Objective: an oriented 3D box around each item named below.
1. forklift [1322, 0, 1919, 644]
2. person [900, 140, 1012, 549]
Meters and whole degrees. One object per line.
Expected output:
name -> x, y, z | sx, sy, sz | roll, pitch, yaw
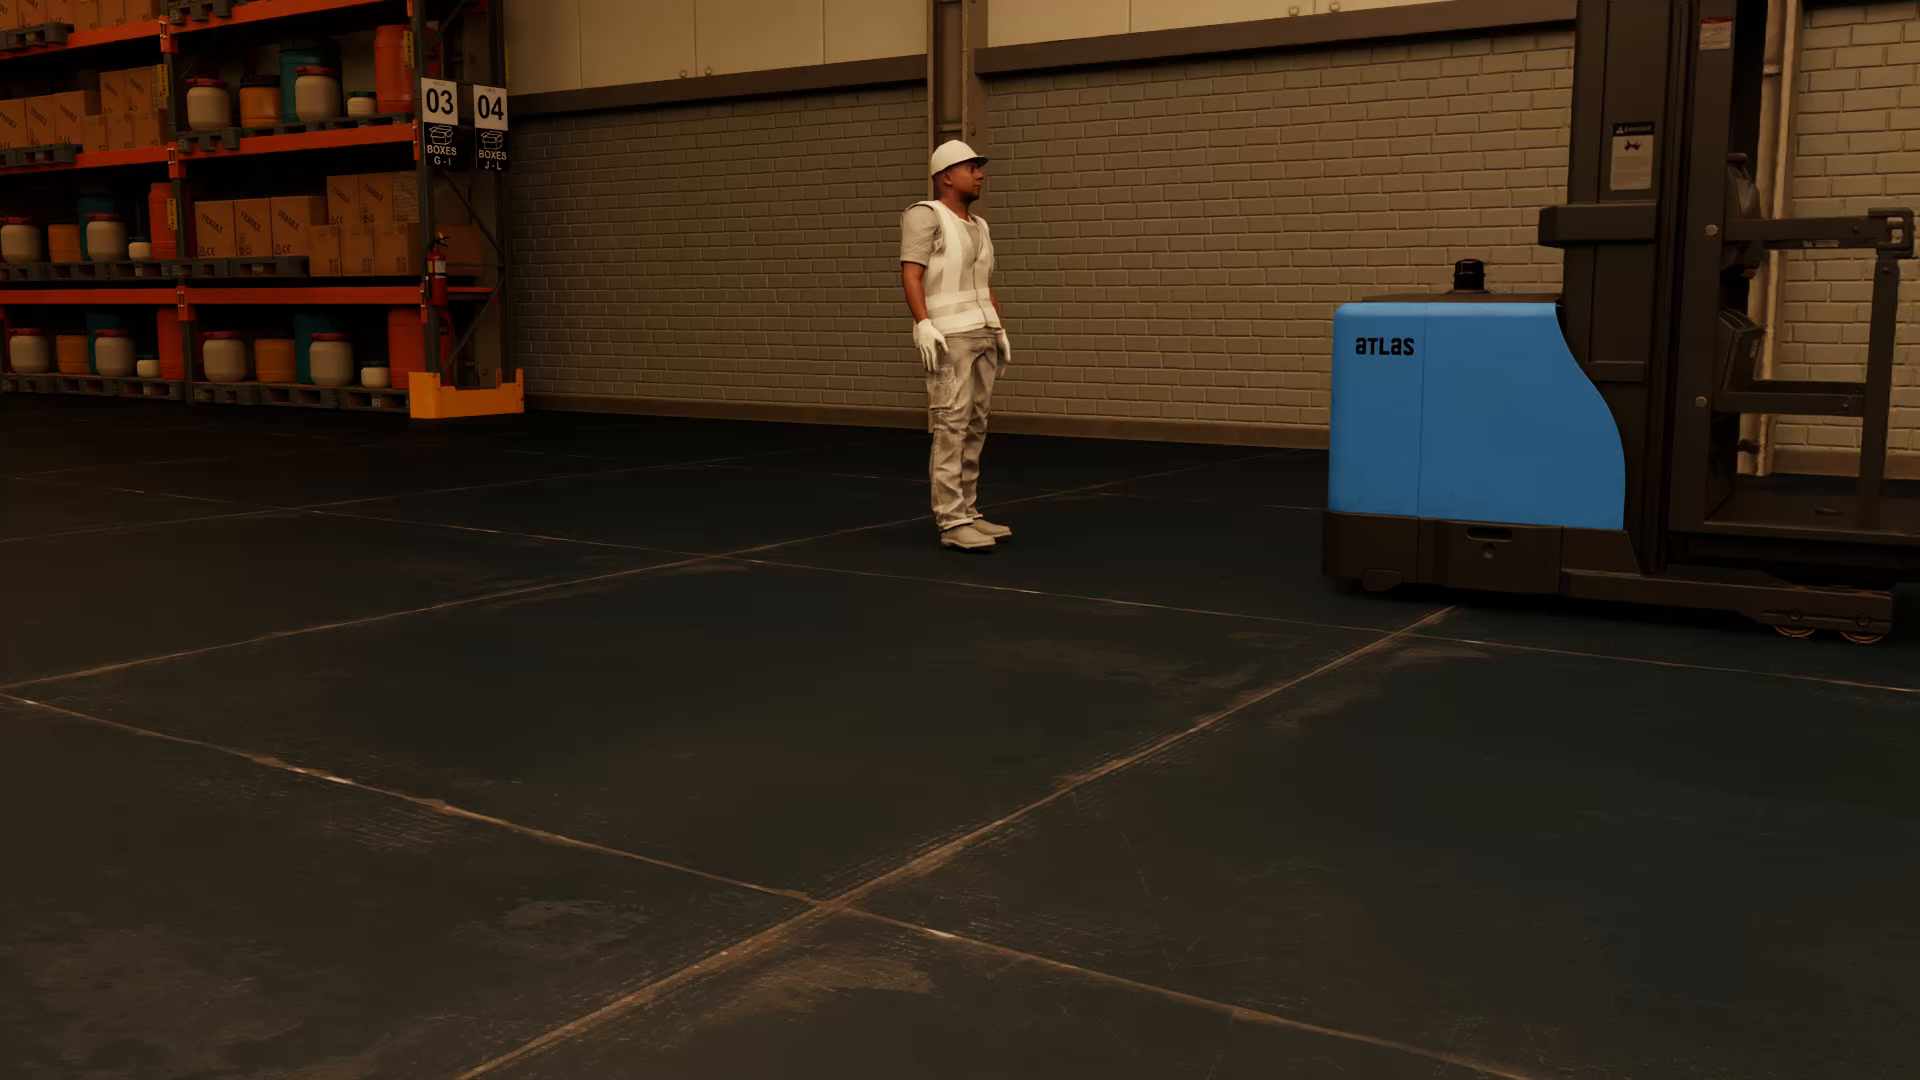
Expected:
forklift -> 2.888, -1.206, 5.675 | 3.031, 2.935, 1.130 | 5, 9, 29
person -> 0.055, -0.884, 7.430 | 0.575, 1.785, 0.657 | 5, 10, 34
